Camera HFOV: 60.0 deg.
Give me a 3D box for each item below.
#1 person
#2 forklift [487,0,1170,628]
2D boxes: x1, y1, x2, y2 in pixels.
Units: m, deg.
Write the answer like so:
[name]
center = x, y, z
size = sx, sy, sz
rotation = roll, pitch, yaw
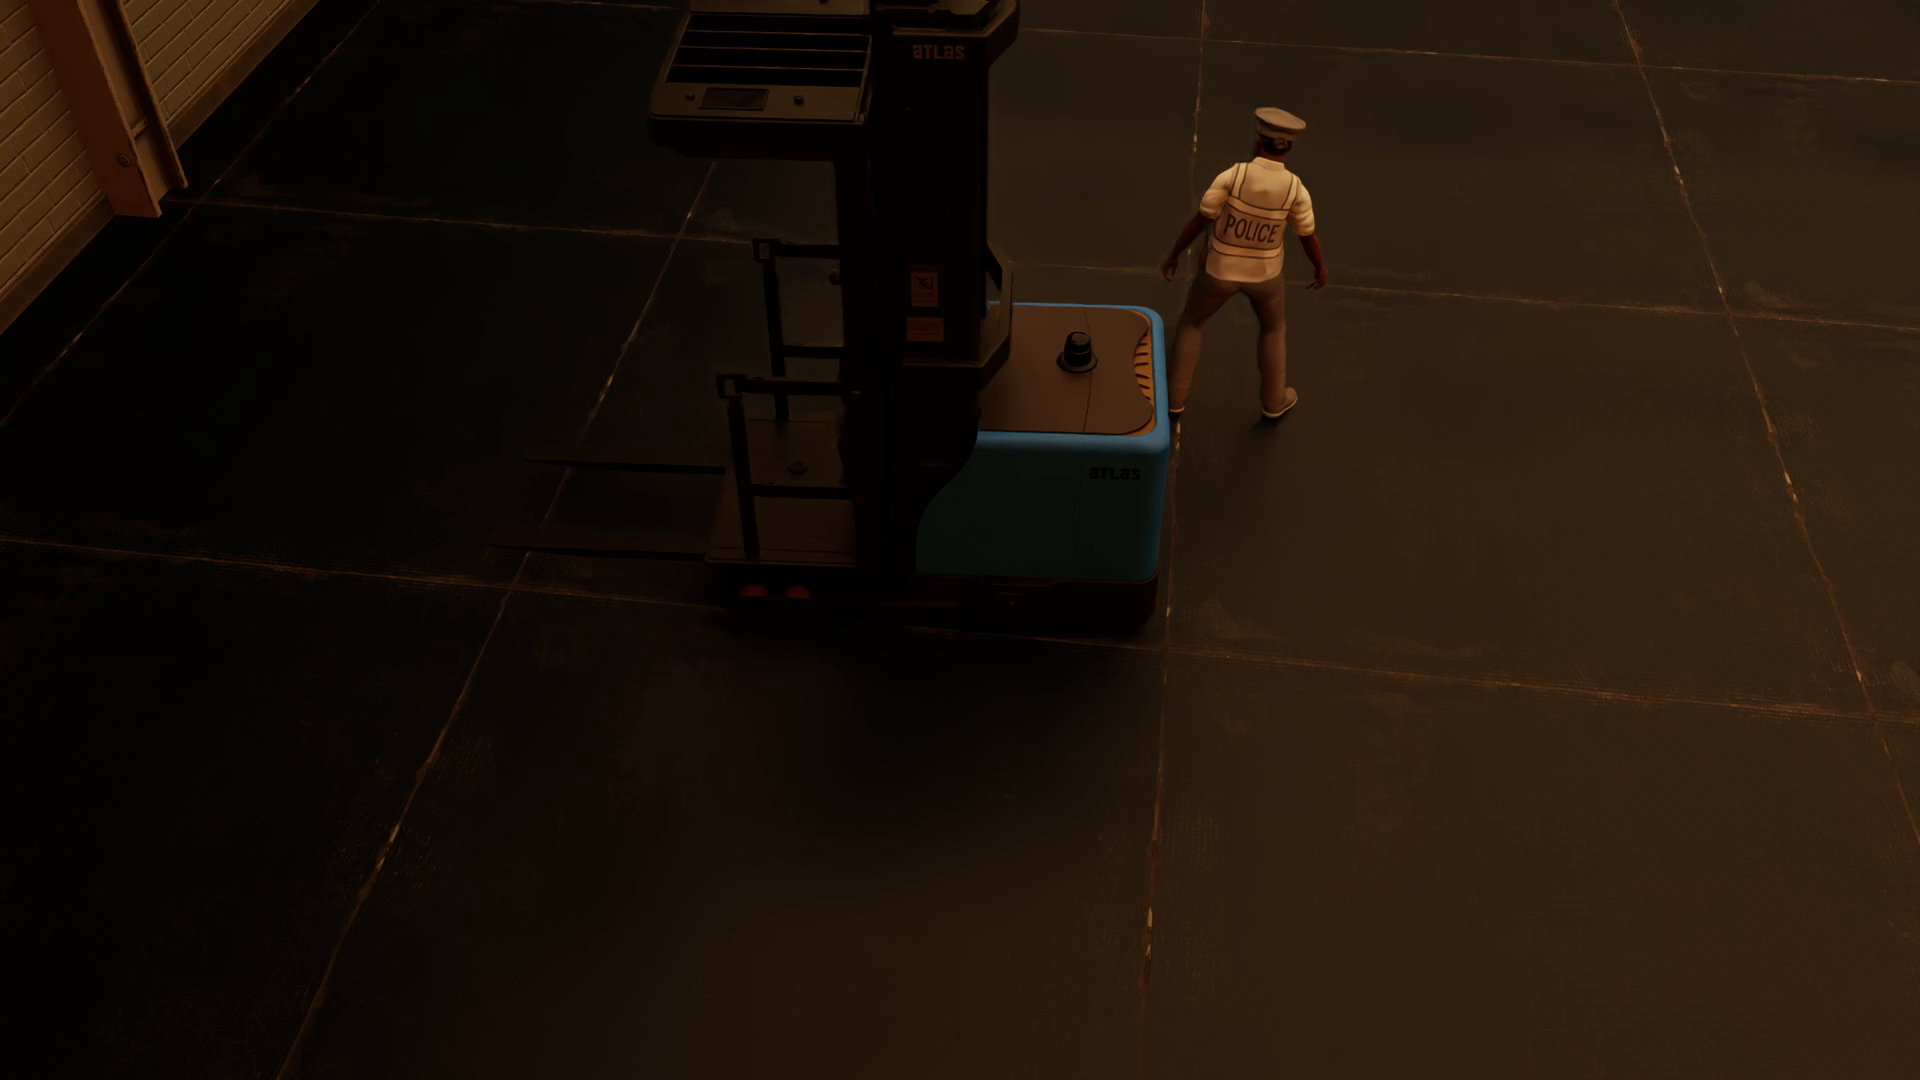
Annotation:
[person]
center = 1.394, -1.332, 8.159
size = 0.837, 1.623, 0.409
rotation = 4, 43, 5
[forklift]
center = -0.616, -1.069, 6.888
size = 3.031, 2.935, 1.130
rotation = 2, 43, 2
